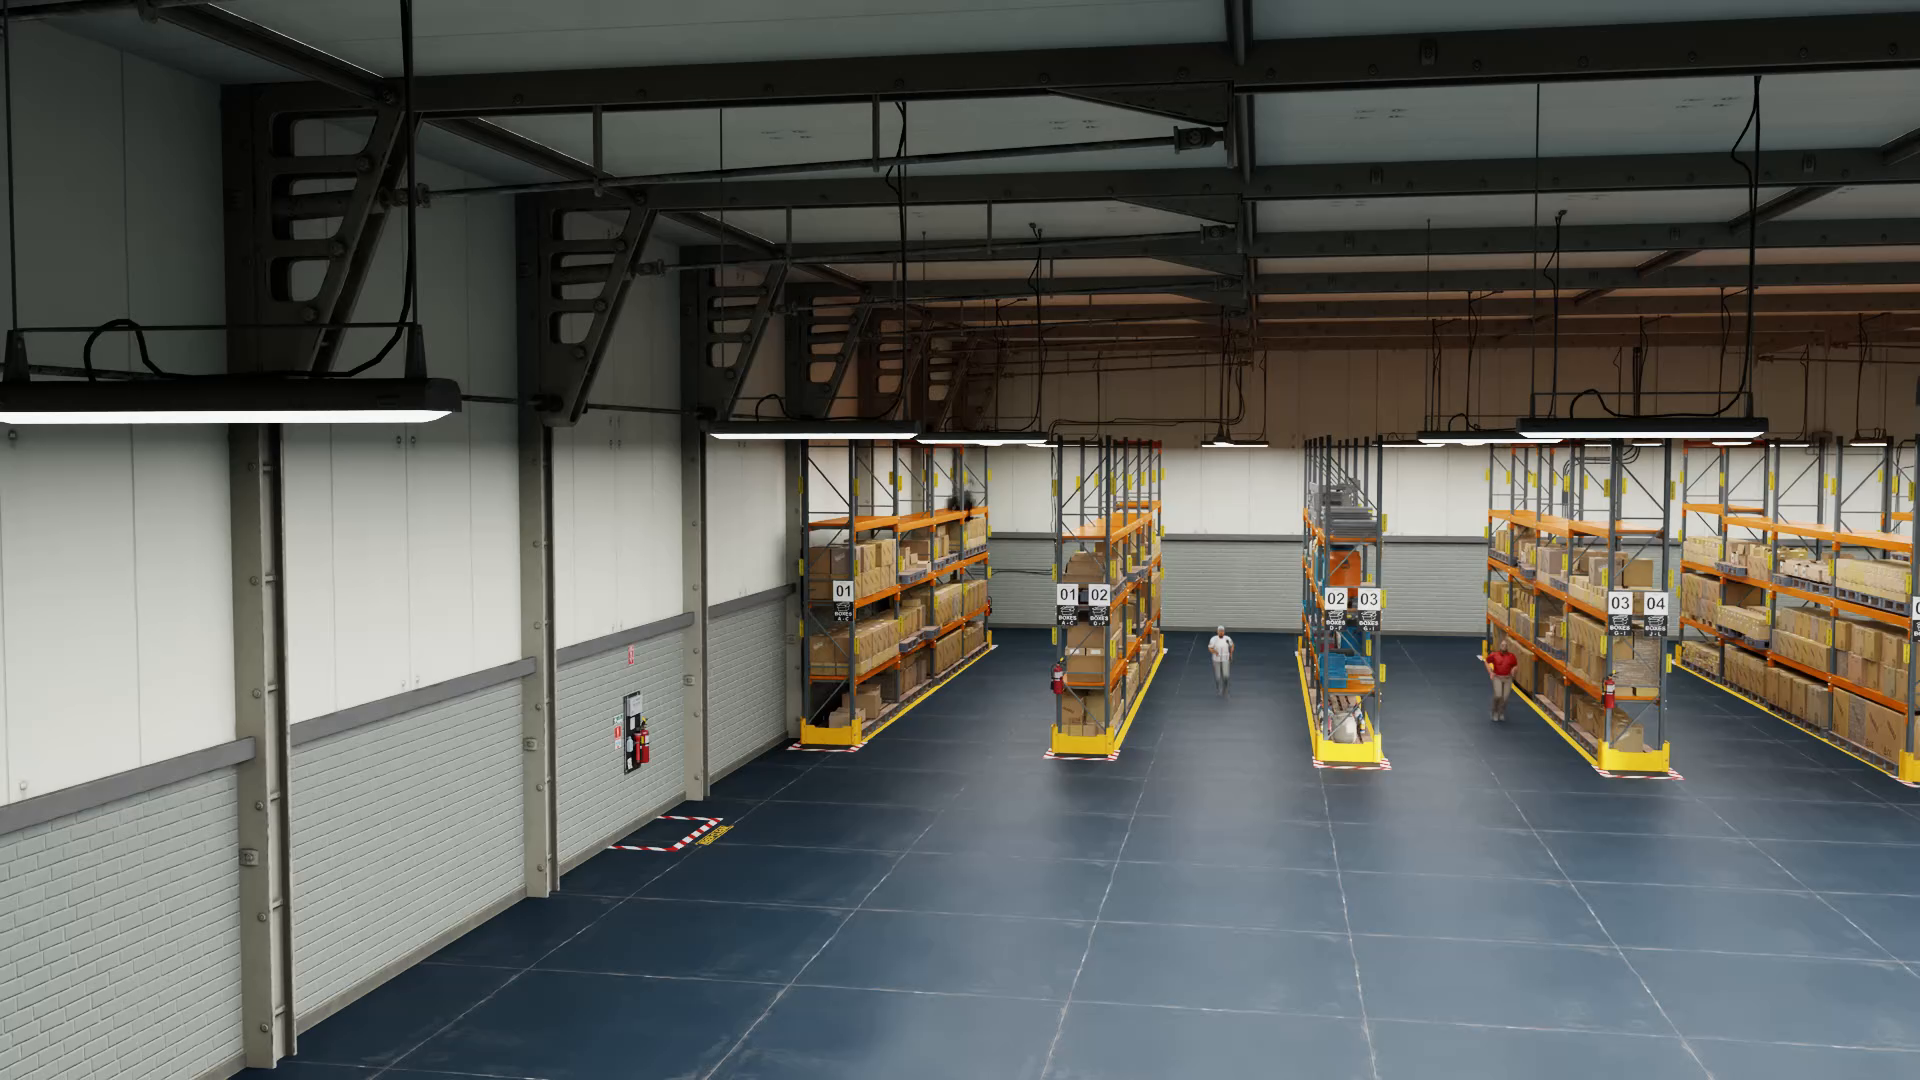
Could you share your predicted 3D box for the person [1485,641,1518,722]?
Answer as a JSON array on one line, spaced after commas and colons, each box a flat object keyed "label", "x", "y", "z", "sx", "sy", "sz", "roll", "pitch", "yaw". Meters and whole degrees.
[{"label": "person", "x": 11.422, "y": 2.984, "z": 35.010, "sx": 0.634, "sy": 1.729, "sz": 0.688, "roll": 0, "pitch": 3, "yaw": 5}]

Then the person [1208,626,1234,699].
[{"label": "person", "x": 6.031, "y": 2.829, "z": 38.435, "sx": 0.596, "sy": 1.702, "sz": 0.710, "roll": 0, "pitch": 3, "yaw": 9}]
